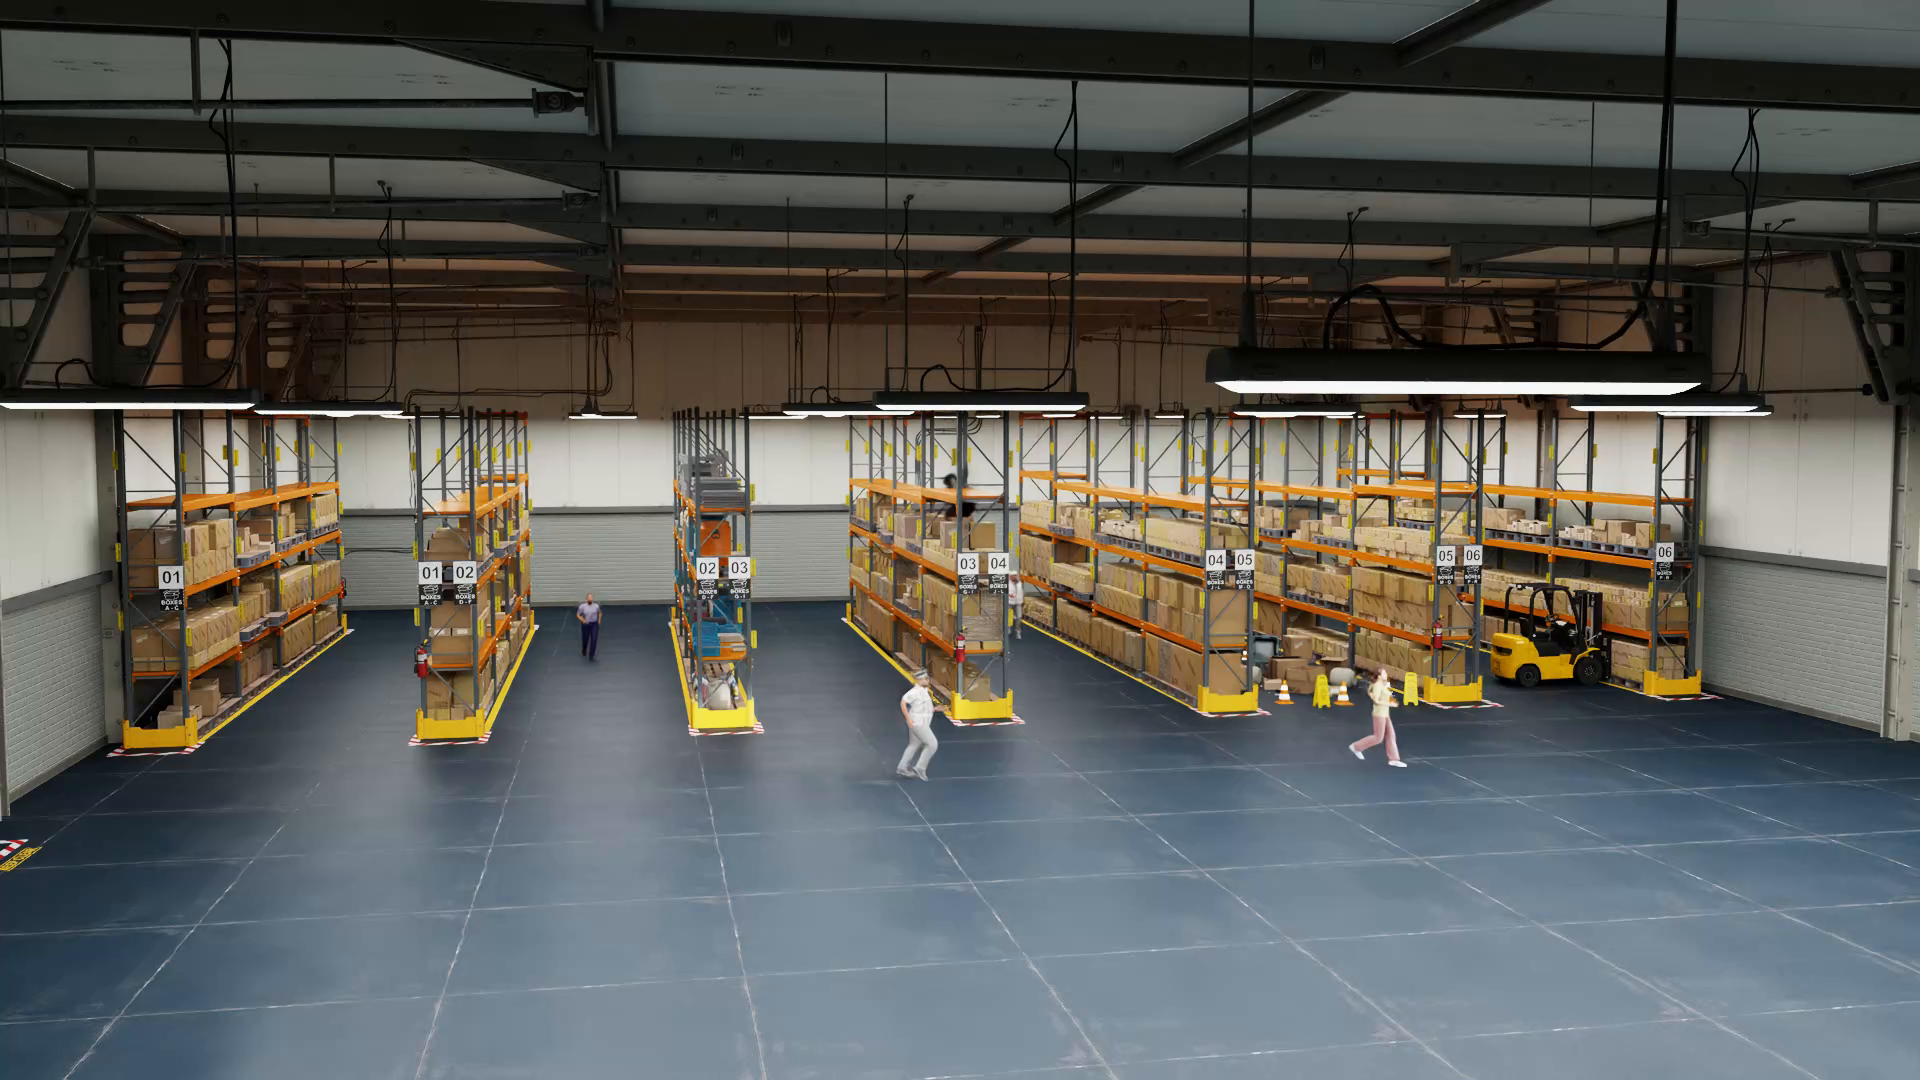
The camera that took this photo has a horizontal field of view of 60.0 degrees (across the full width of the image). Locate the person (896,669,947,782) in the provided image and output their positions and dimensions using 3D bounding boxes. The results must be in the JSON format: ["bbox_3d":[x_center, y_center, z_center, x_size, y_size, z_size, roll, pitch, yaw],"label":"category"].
[{"bbox_3d":[-0.612,2.963,26.551,0.805,1.815,0.627,0,4,6],"label":"person"}]

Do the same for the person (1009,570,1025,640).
[{"bbox_3d":[1.437,1.698,44.102,0.670,1.790,0.953,-1,4,-12],"label":"person"}]

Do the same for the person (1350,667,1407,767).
[{"bbox_3d":[6.944,2.924,27.552,0.935,1.663,0.578,1,4,20],"label":"person"}]

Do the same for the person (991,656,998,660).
[{"bbox_3d":[0.748,2.021,40.357,0.663,1.717,0.816,-1,4,-18],"label":"person"}]

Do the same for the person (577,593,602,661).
[{"bbox_3d":[-8.905,2.083,40.020,0.607,1.593,0.608,-2,4,-22],"label":"person"}]
